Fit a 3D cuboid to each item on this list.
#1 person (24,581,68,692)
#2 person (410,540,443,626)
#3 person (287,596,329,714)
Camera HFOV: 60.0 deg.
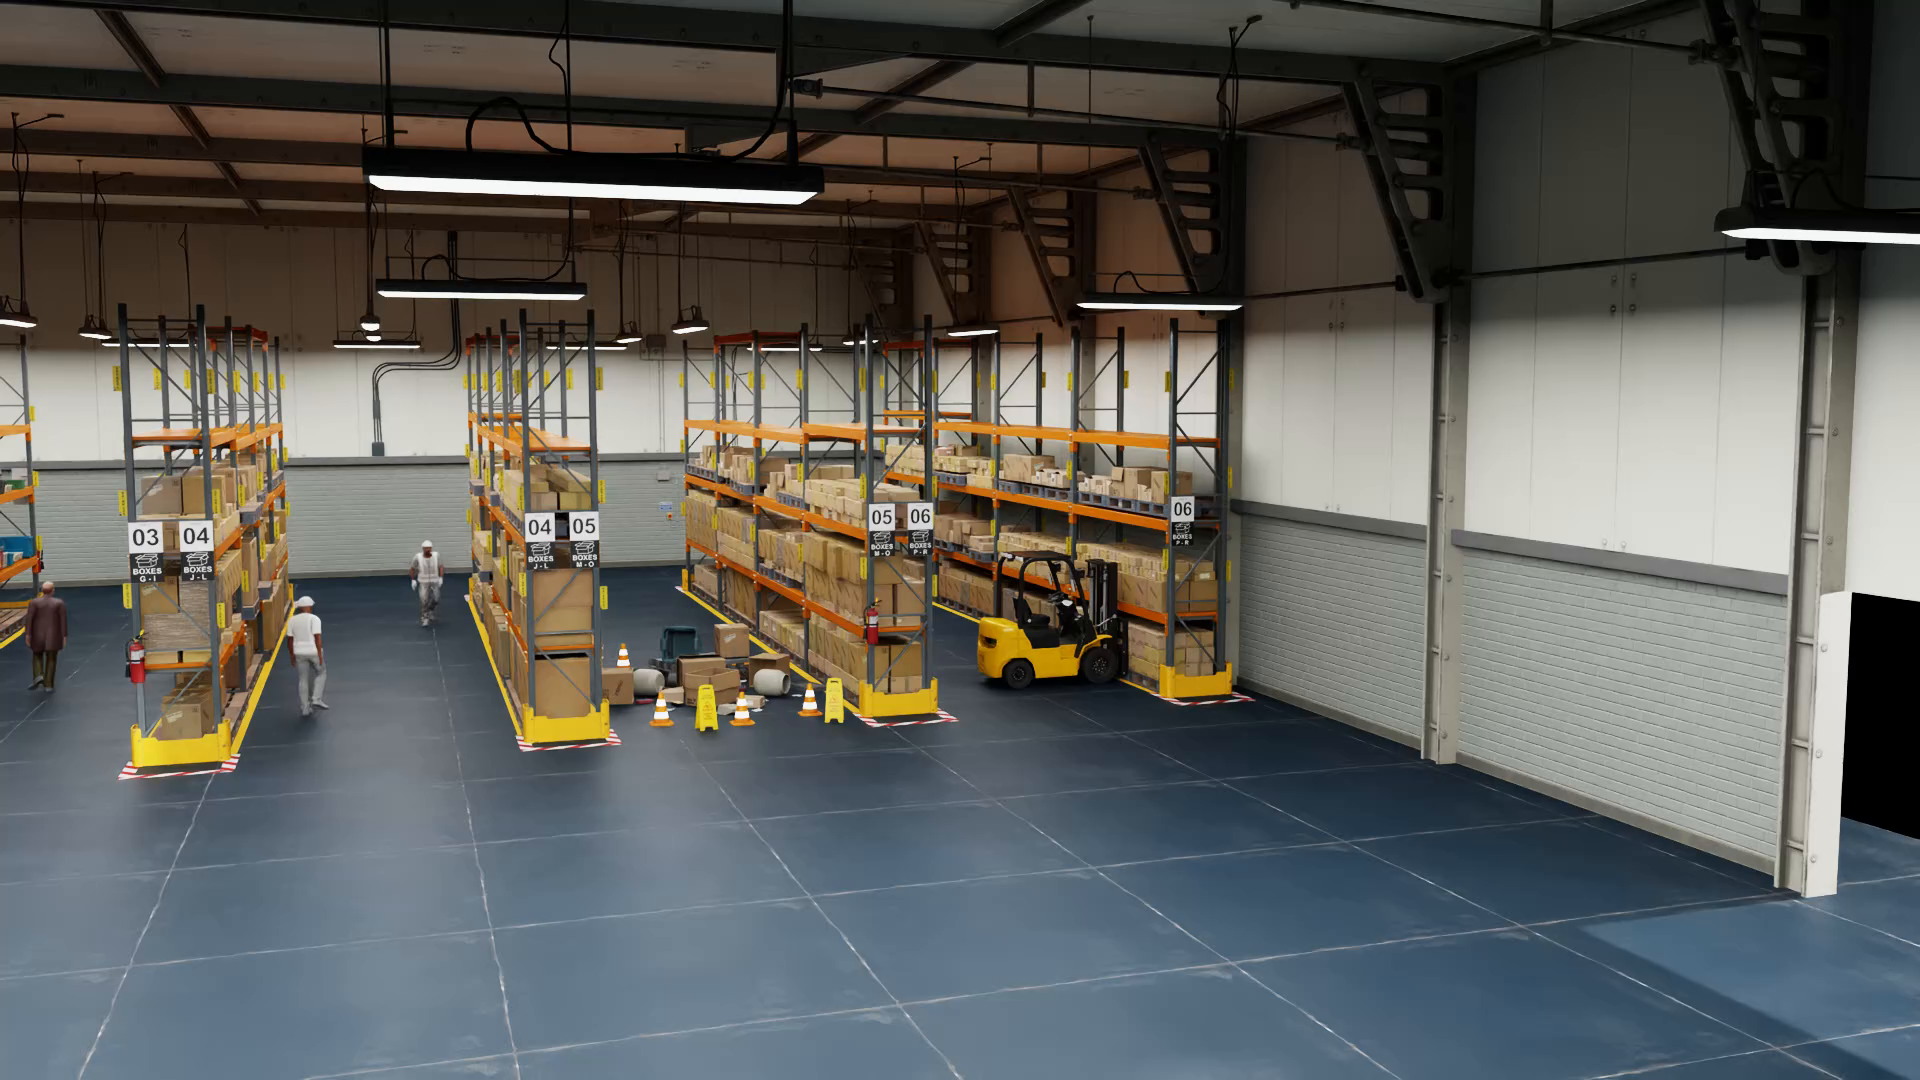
[{"bbox_3d":[-14.761,1.559,26.876,0.627,1.777,0.521,-2,6,-19],"label":"person"},{"bbox_3d":[-11.038,0.870,34.413,0.647,1.764,0.689,-3,6,-28],"label":"person"},{"bbox_3d":[-9.892,1.731,25.145,0.568,1.742,0.534,-1,5,-6],"label":"person"}]
